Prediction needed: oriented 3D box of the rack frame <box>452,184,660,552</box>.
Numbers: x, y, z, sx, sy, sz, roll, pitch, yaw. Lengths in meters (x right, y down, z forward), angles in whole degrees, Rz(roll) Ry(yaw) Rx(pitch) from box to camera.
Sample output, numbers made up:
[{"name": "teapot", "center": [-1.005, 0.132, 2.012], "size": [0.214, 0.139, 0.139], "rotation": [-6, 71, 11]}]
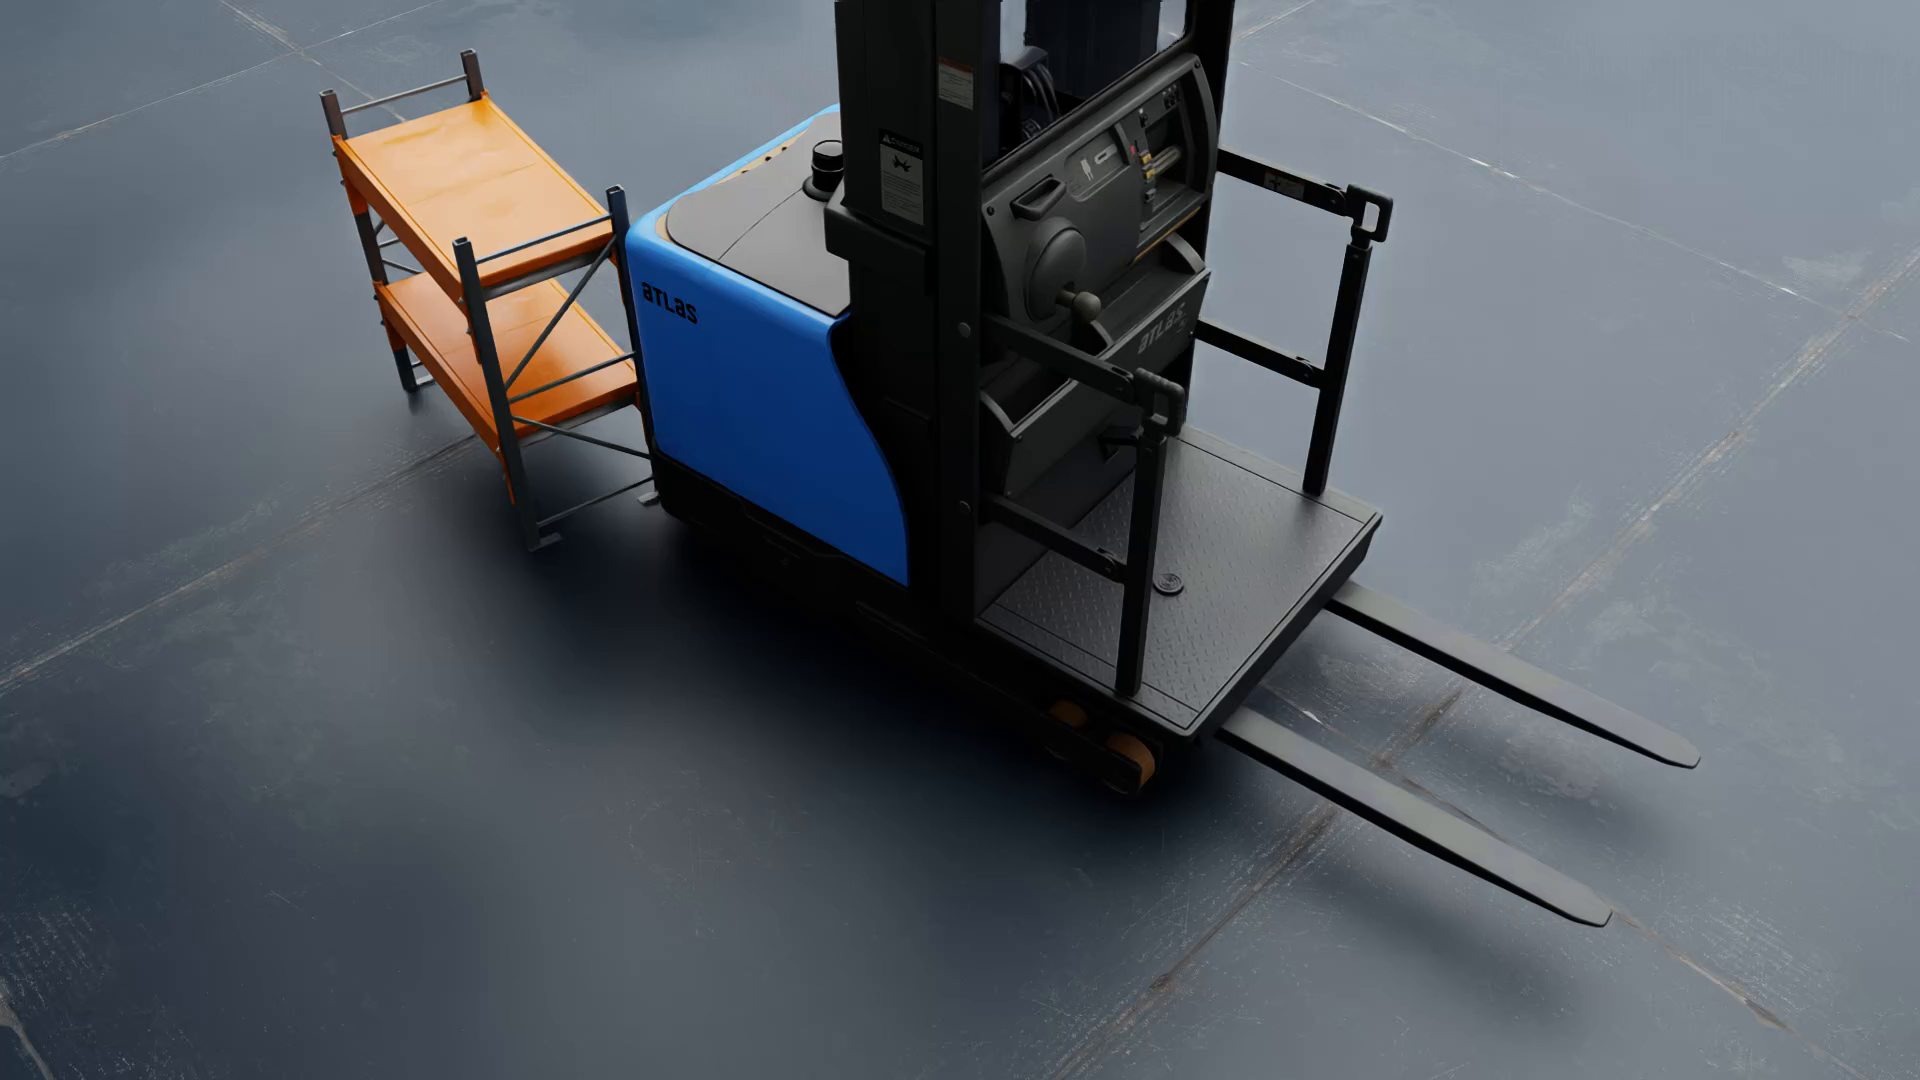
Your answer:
[{"name": "rack frame", "center": [-1.153, -0.480, 4.941], "size": [0.500, 1.125, 0.032], "rotation": [-26, 49, -25]}]

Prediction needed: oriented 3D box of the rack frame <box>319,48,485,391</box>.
[{"name": "rack frame", "center": [-1.743, -1.042, 5.549], "size": [0.500, 1.125, 0.032], "rotation": [-26, 49, -25]}]

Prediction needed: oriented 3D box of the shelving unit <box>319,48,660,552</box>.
[{"name": "shelving unit", "center": [-1.448, -0.761, 5.245], "size": [0.538, 1.125, 1.048], "rotation": [-26, 49, -25]}]

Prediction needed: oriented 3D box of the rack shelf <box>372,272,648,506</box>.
[{"name": "rack shelf", "center": [-1.448, -0.582, 5.411], "size": [0.538, 0.278, 1.000], "rotation": [-26, 49, -25]}]

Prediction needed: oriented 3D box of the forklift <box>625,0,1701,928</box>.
[{"name": "forklift", "center": [0.525, -0.802, 3.959], "size": [3.031, 2.935, 1.130], "rotation": [28, 49, 27]}]

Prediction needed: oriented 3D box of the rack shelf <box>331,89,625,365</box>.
[{"name": "rack shelf", "center": [-1.448, -0.976, 5.046], "size": [0.538, 0.278, 1.000], "rotation": [-26, 49, -25]}]
